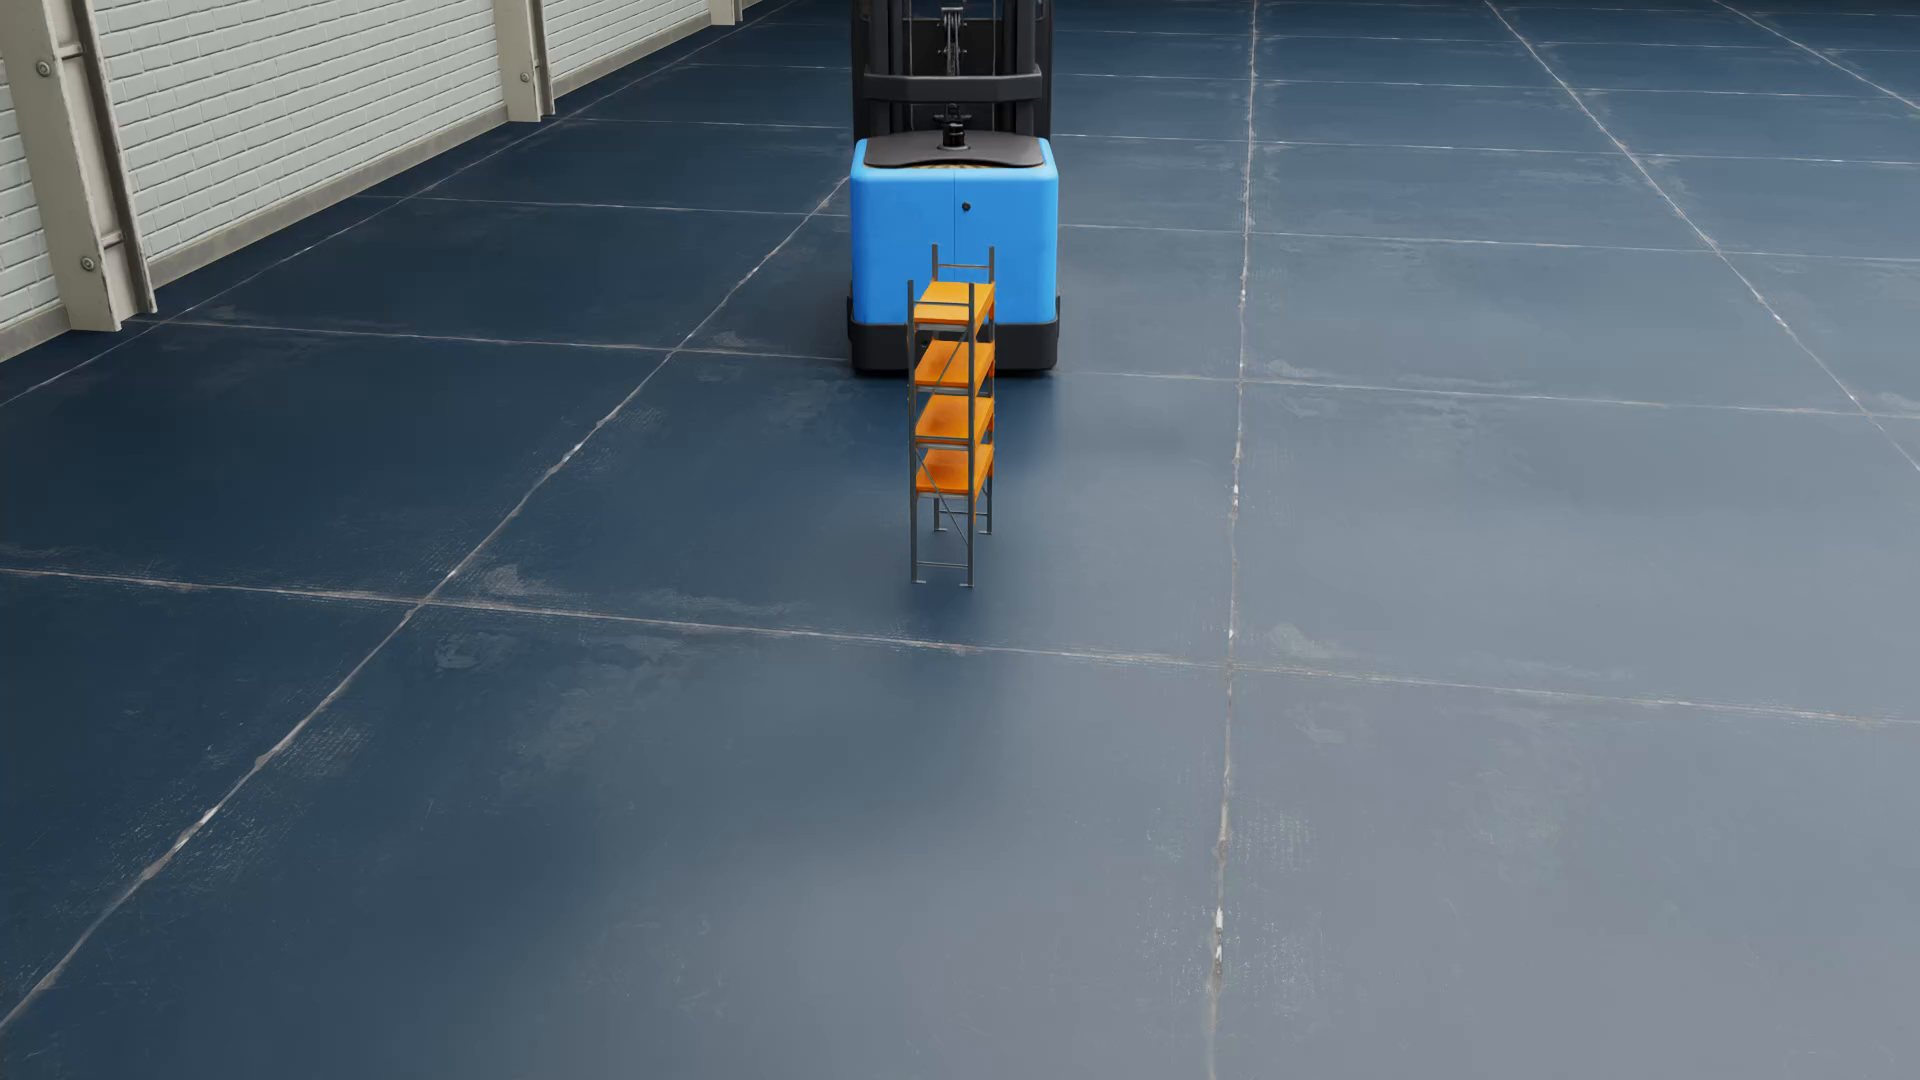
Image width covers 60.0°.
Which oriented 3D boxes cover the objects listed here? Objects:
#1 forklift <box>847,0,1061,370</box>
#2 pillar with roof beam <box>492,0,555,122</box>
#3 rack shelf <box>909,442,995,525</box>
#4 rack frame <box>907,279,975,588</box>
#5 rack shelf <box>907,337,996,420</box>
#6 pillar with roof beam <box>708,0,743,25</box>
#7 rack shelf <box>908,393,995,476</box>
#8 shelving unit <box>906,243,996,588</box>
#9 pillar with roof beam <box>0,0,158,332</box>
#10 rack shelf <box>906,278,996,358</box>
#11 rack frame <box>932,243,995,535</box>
[{"bbox_3d":[-0.048,-2.768,9.205,1.130,2.935,3.031,0,25,-1],"label":"forklift"},{"bbox_3d":[0.430,-7.535,12.233,9.100,9.000,0.400,4,25,9],"label":"pillar with roof beam"},{"bbox_3d":[-0.027,-0.233,6.460,0.258,0.148,0.480,4,25,9],"label":"rack shelf"},{"bbox_3d":[-0.067,-0.372,6.130,0.240,1.200,0.015,4,25,9],"label":"rack frame"},{"bbox_3d":[-0.027,-0.616,6.281,0.258,0.148,0.480,4,25,9],"label":"rack shelf"},{"bbox_3d":[1.410,-10.045,17.594,9.100,9.000,0.400,4,25,9],"label":"pillar with roof beam"},{"bbox_3d":[-0.027,-0.413,6.376,0.258,0.148,0.480,4,25,9],"label":"rack shelf"},{"bbox_3d":[-0.027,-0.474,6.348,0.258,1.200,0.503,4,25,9],"label":"shelving unit"},{"bbox_3d":[-0.551,-5.026,6.872,9.100,9.000,0.400,4,25,9],"label":"pillar with roof beam"},{"bbox_3d":[-0.027,-0.830,6.181,0.258,0.148,0.480,4,25,9],"label":"rack shelf"},{"bbox_3d":[0.013,-0.576,6.566,0.240,1.200,0.015,4,25,9],"label":"rack frame"}]
